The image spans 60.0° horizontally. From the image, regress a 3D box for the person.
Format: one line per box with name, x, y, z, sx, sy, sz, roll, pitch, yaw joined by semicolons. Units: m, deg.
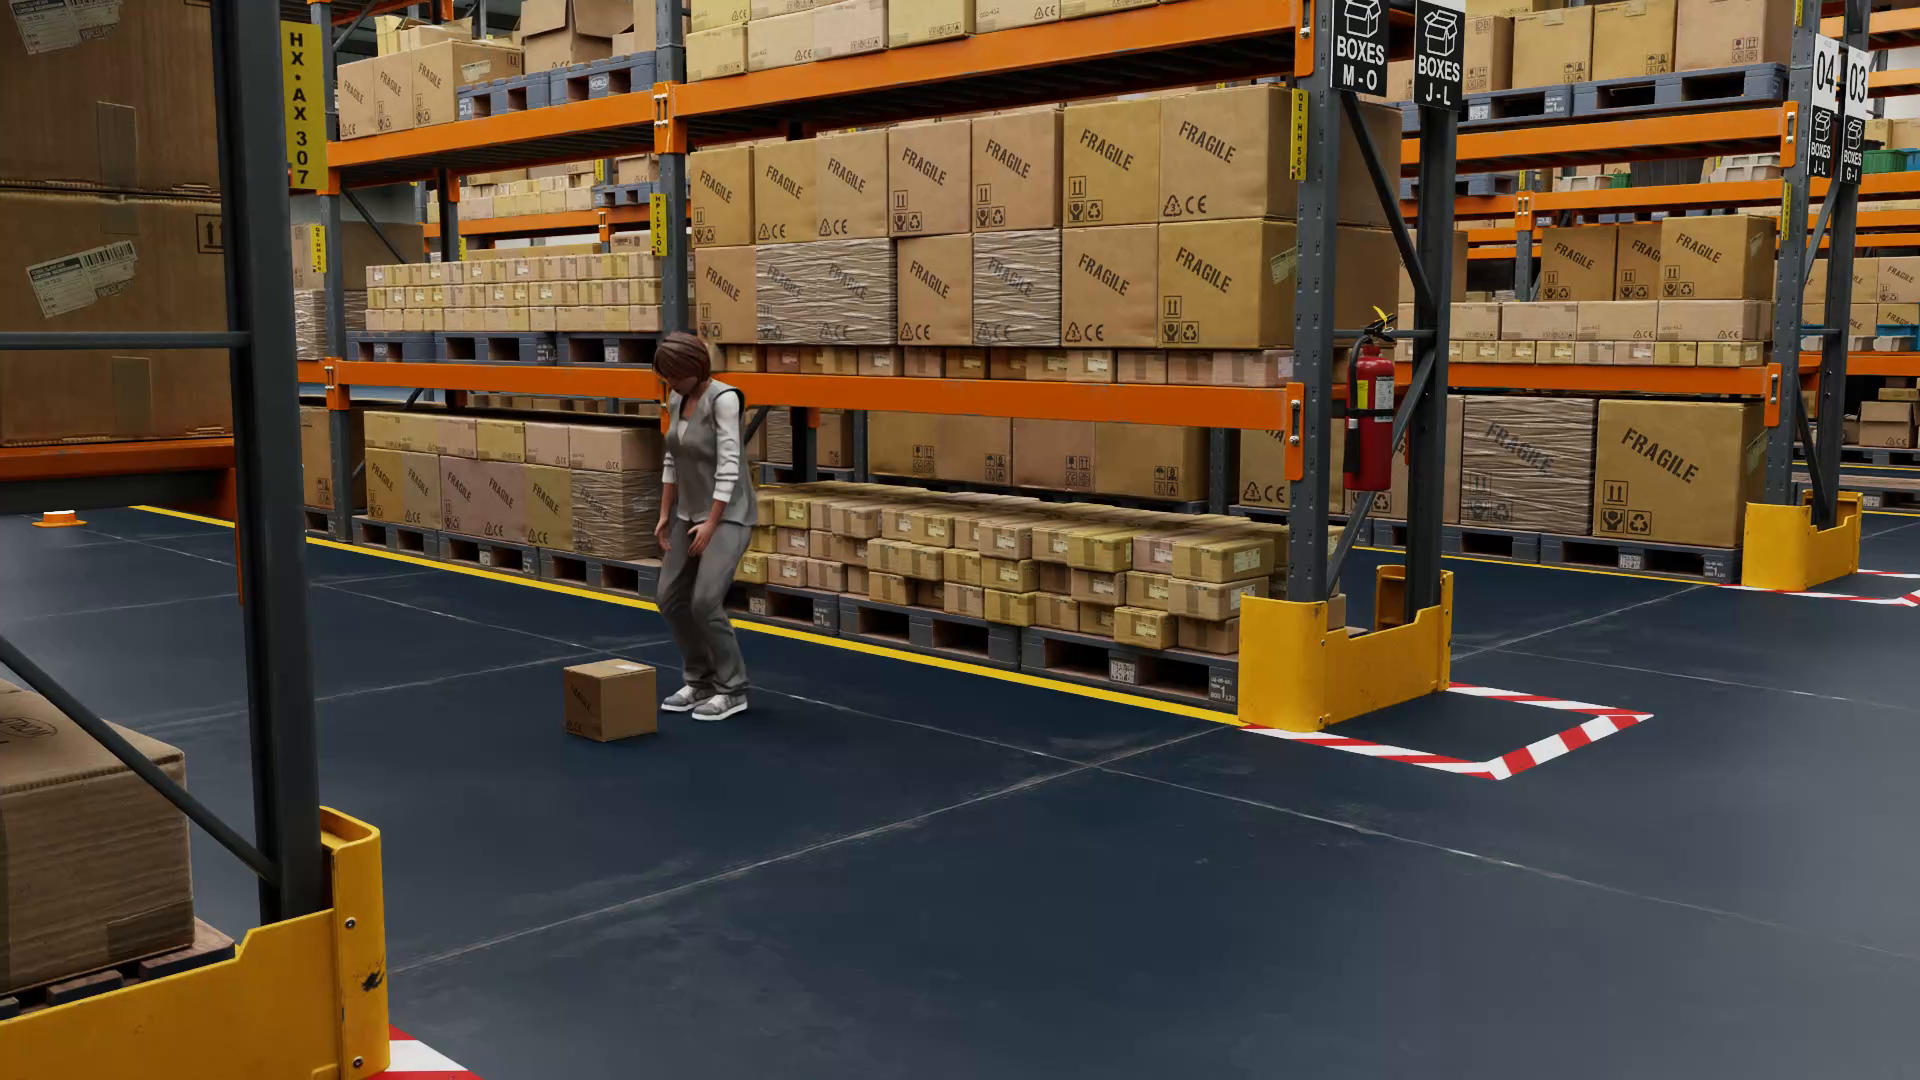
person;-1.001;-0.057;6.578;0.437;1.526;0.437;-7;10;-44
